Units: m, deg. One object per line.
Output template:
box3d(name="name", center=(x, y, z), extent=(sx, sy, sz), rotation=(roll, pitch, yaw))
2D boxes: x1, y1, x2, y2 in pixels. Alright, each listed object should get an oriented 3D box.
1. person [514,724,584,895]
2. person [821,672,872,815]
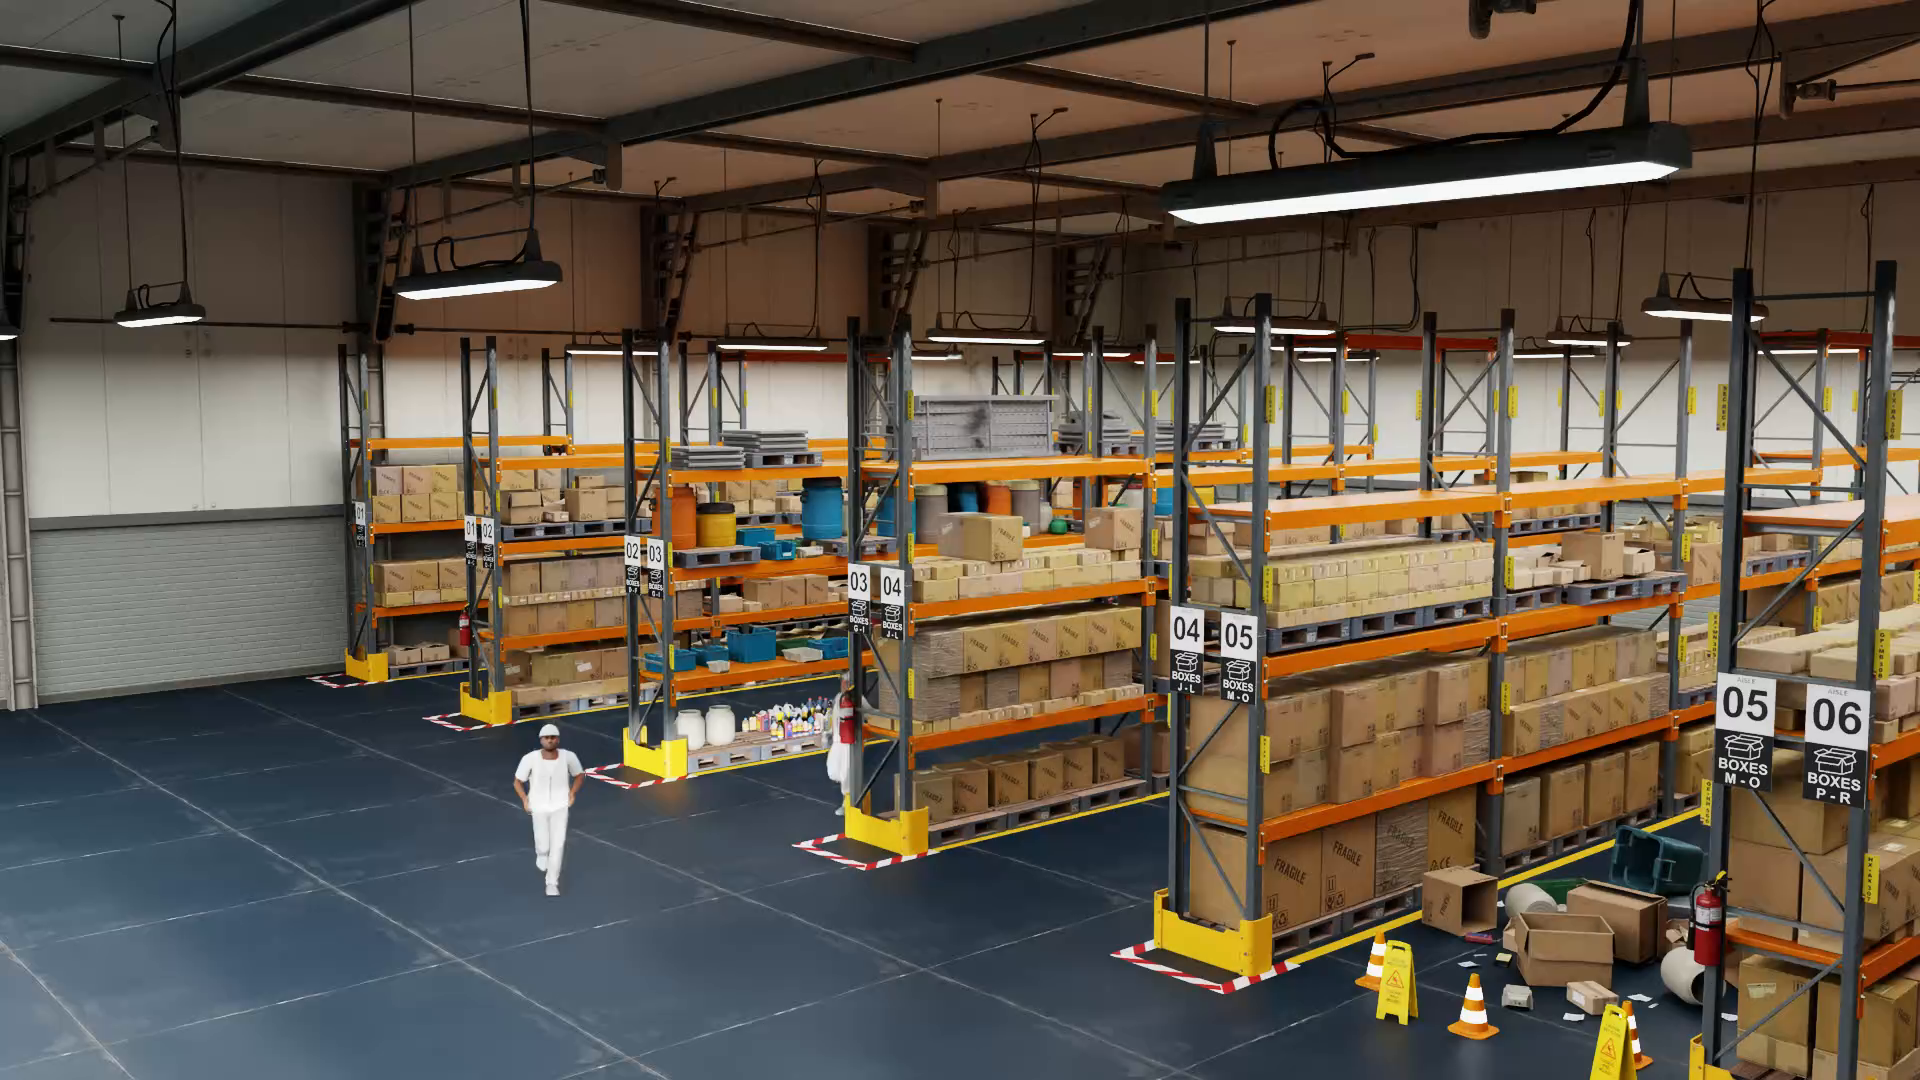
box3d(name="person", center=(-4.233, 2.764, 17.203), extent=(0.720, 1.738, 0.787), rotation=(-2, 5, -19))
box3d(name="person", center=(-1.348, 2.479, 20.400), extent=(0.657, 1.743, 0.605), rotation=(4, 6, 37))
